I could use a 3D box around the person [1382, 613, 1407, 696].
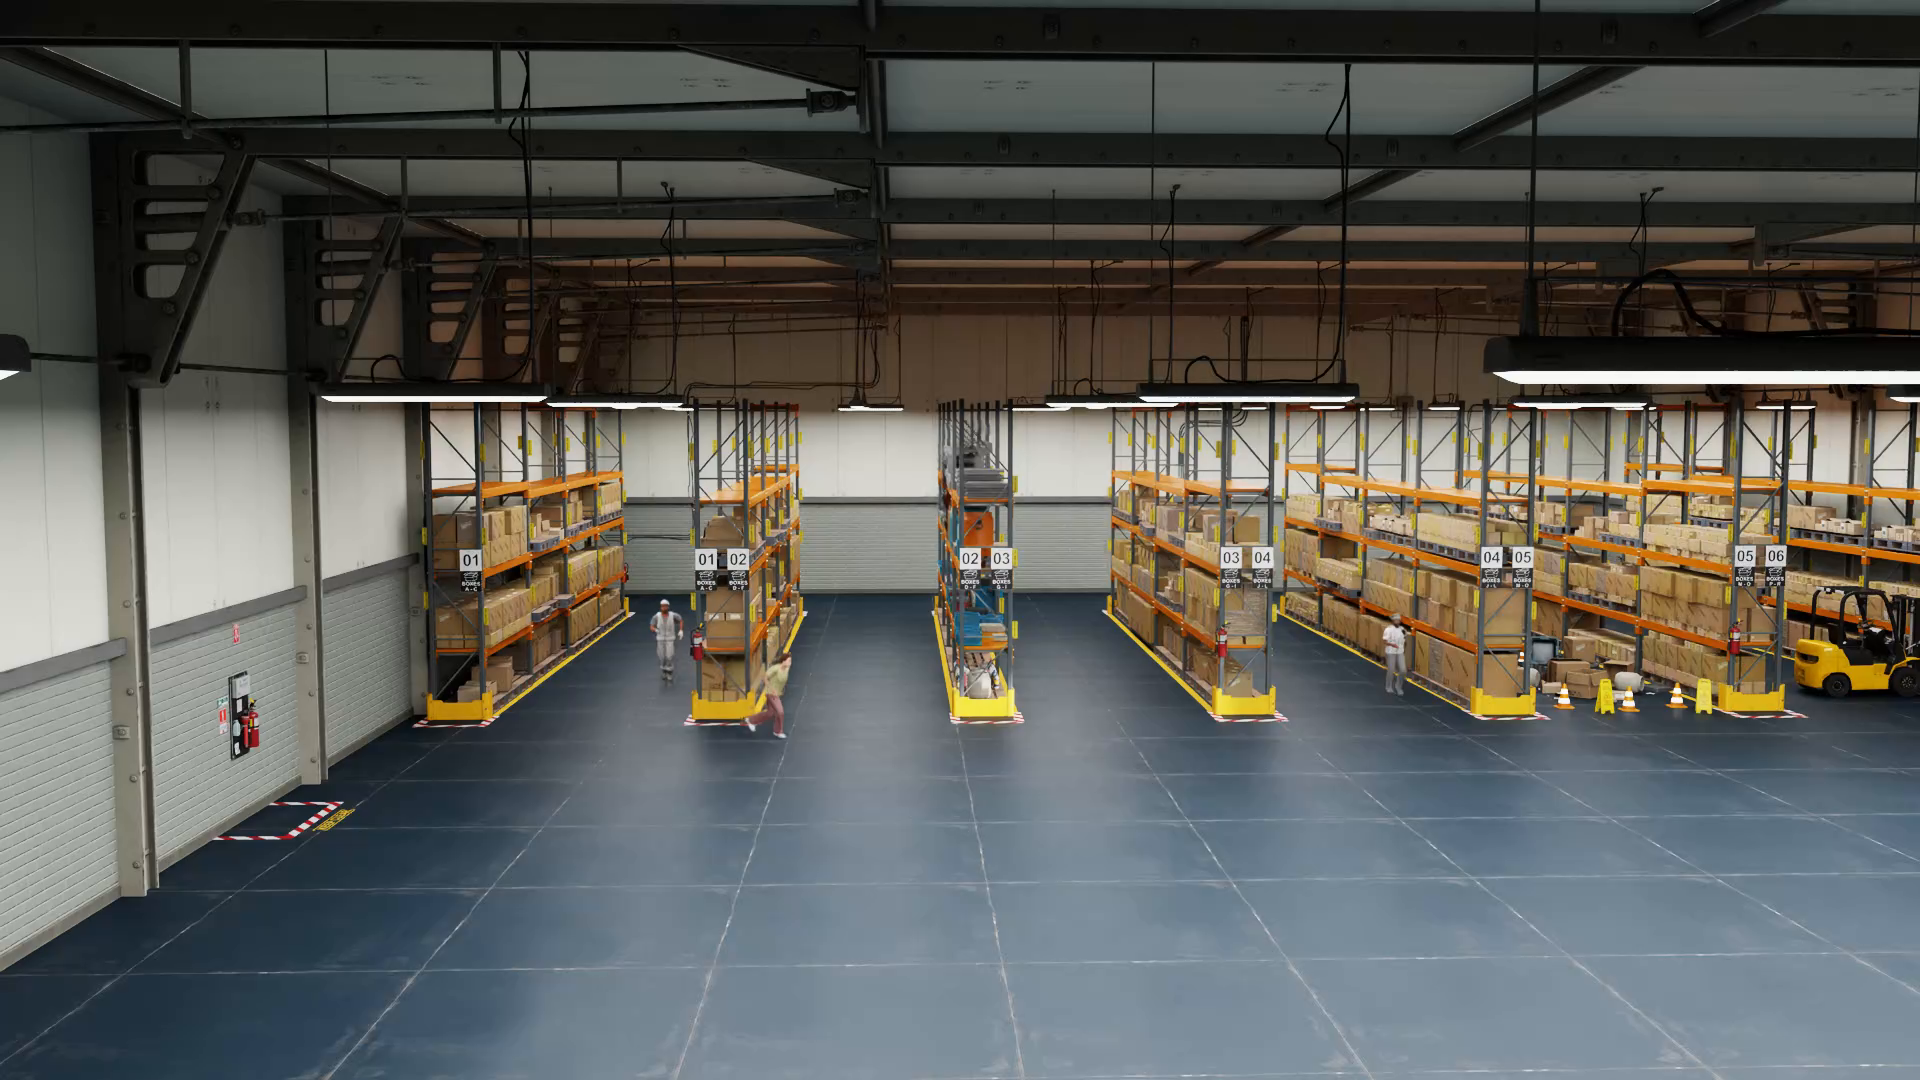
[{"bbox_3d":[8.843,2.332,33.770,0.572,1.725,0.697,0,4,-6],"label":"person"}]

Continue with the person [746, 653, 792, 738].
[{"bbox_3d":[-3.378,2.745,29.486,0.958,1.554,0.582,3,5,30],"label":"person"}]

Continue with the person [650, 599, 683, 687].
[{"bbox_3d":[-6.205,2.179,35.128,0.680,1.864,0.770,0,4,-2],"label":"person"}]
